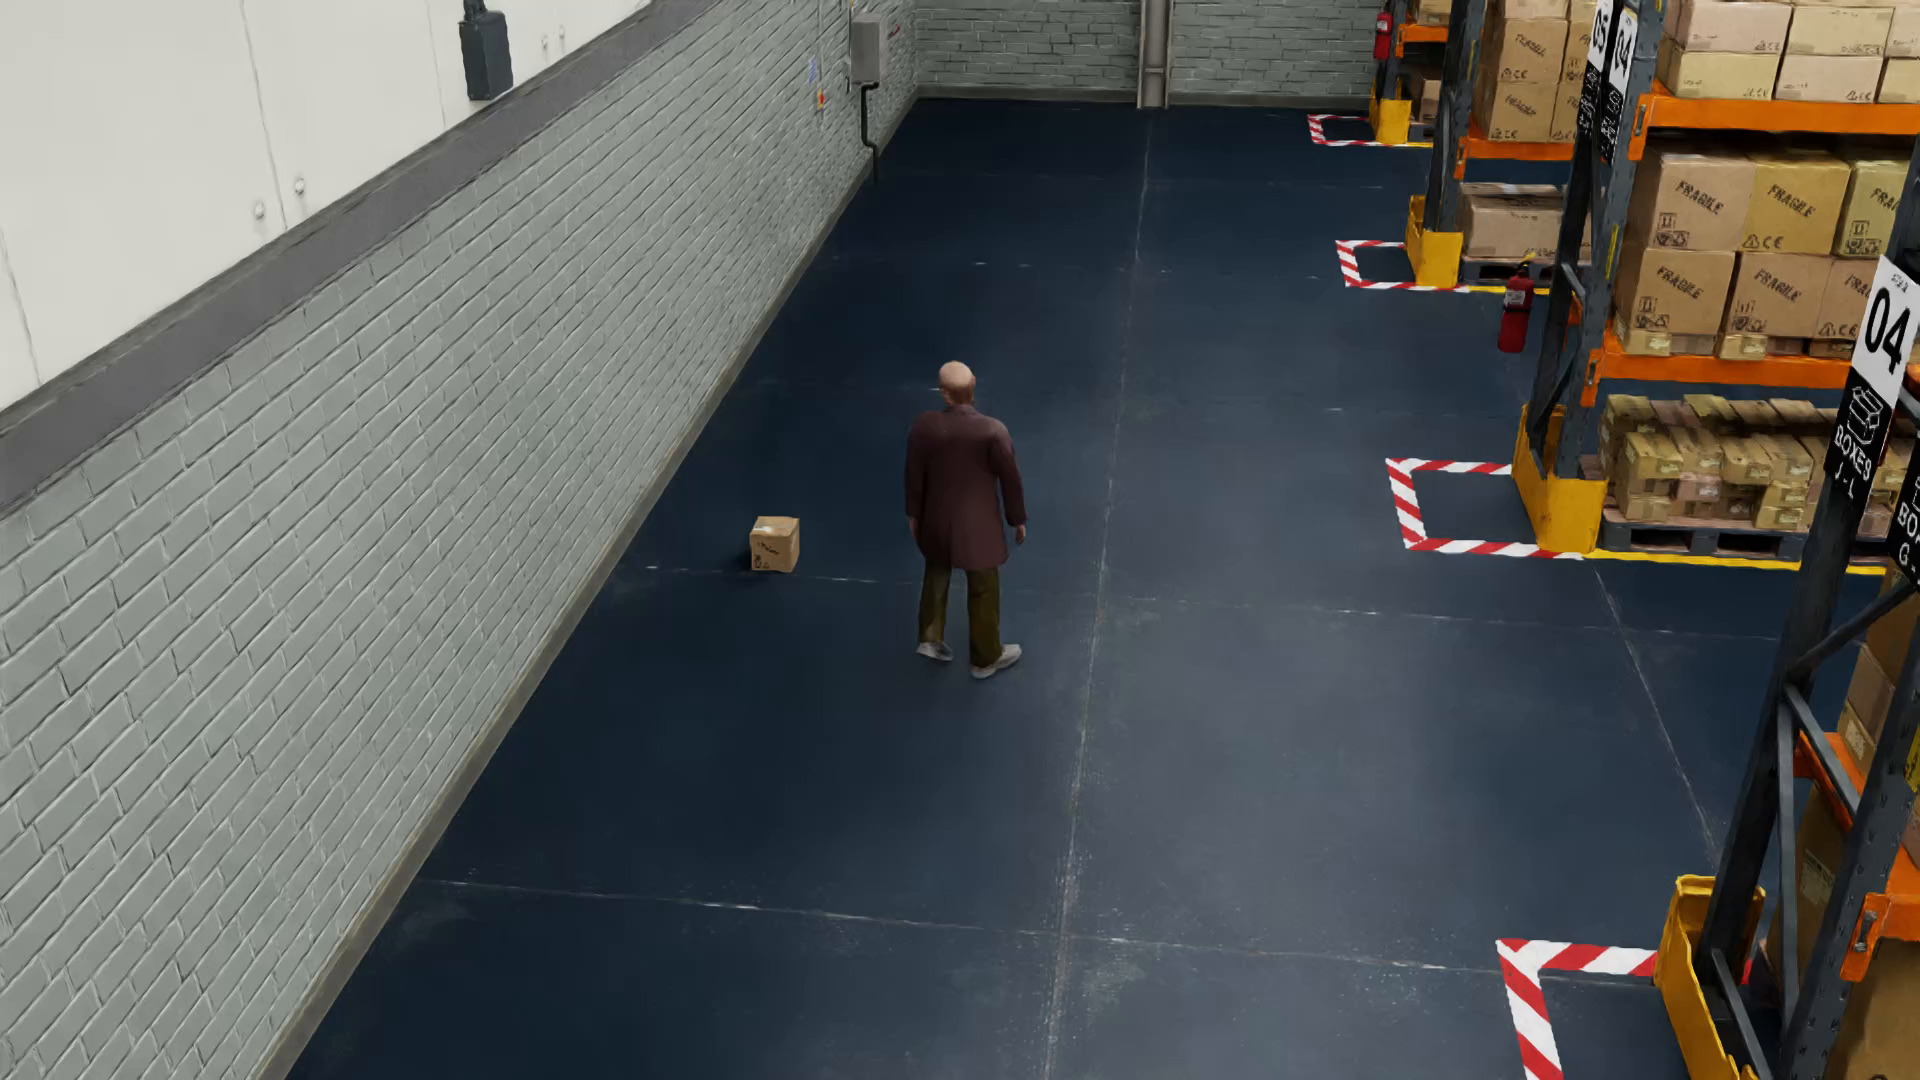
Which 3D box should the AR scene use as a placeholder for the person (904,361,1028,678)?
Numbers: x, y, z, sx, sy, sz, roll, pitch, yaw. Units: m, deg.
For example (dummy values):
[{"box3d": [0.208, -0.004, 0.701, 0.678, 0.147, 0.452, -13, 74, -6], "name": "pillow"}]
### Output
[{"box3d": [0.019, -0.093, 8.777, 0.650, 1.779, 0.506, 10, 29, 17], "name": "person"}]
